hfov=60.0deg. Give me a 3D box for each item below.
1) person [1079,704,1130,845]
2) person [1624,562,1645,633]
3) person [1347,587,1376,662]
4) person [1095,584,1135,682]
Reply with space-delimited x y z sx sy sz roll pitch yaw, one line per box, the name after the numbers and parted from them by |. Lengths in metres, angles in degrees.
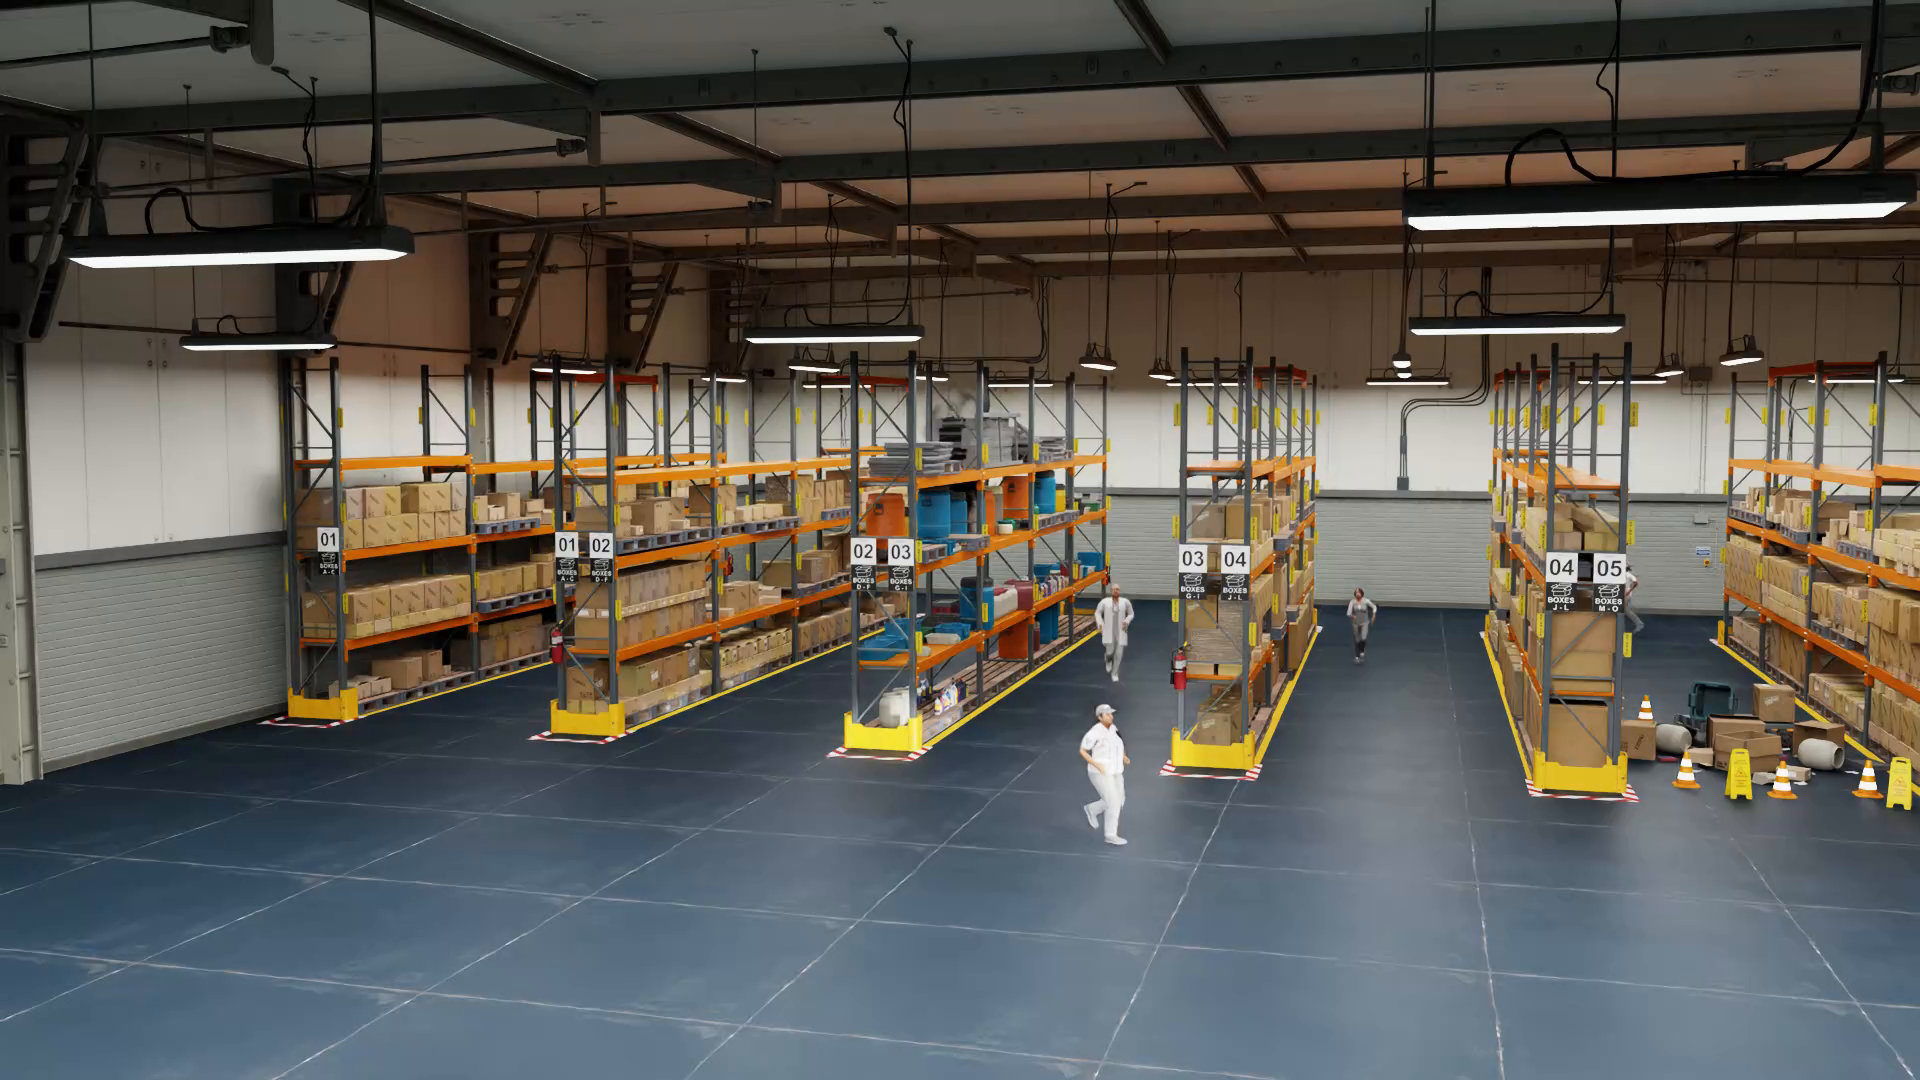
1.701 2.747 19.668 0.707 1.624 0.615 4 6 44 | person
15.347 1.340 38.328 0.862 1.739 0.570 1 4 18 | person
8.129 1.738 33.712 0.560 1.555 0.745 2 4 20 | person
2.771 1.658 29.834 0.692 1.743 0.637 0 4 1 | person
